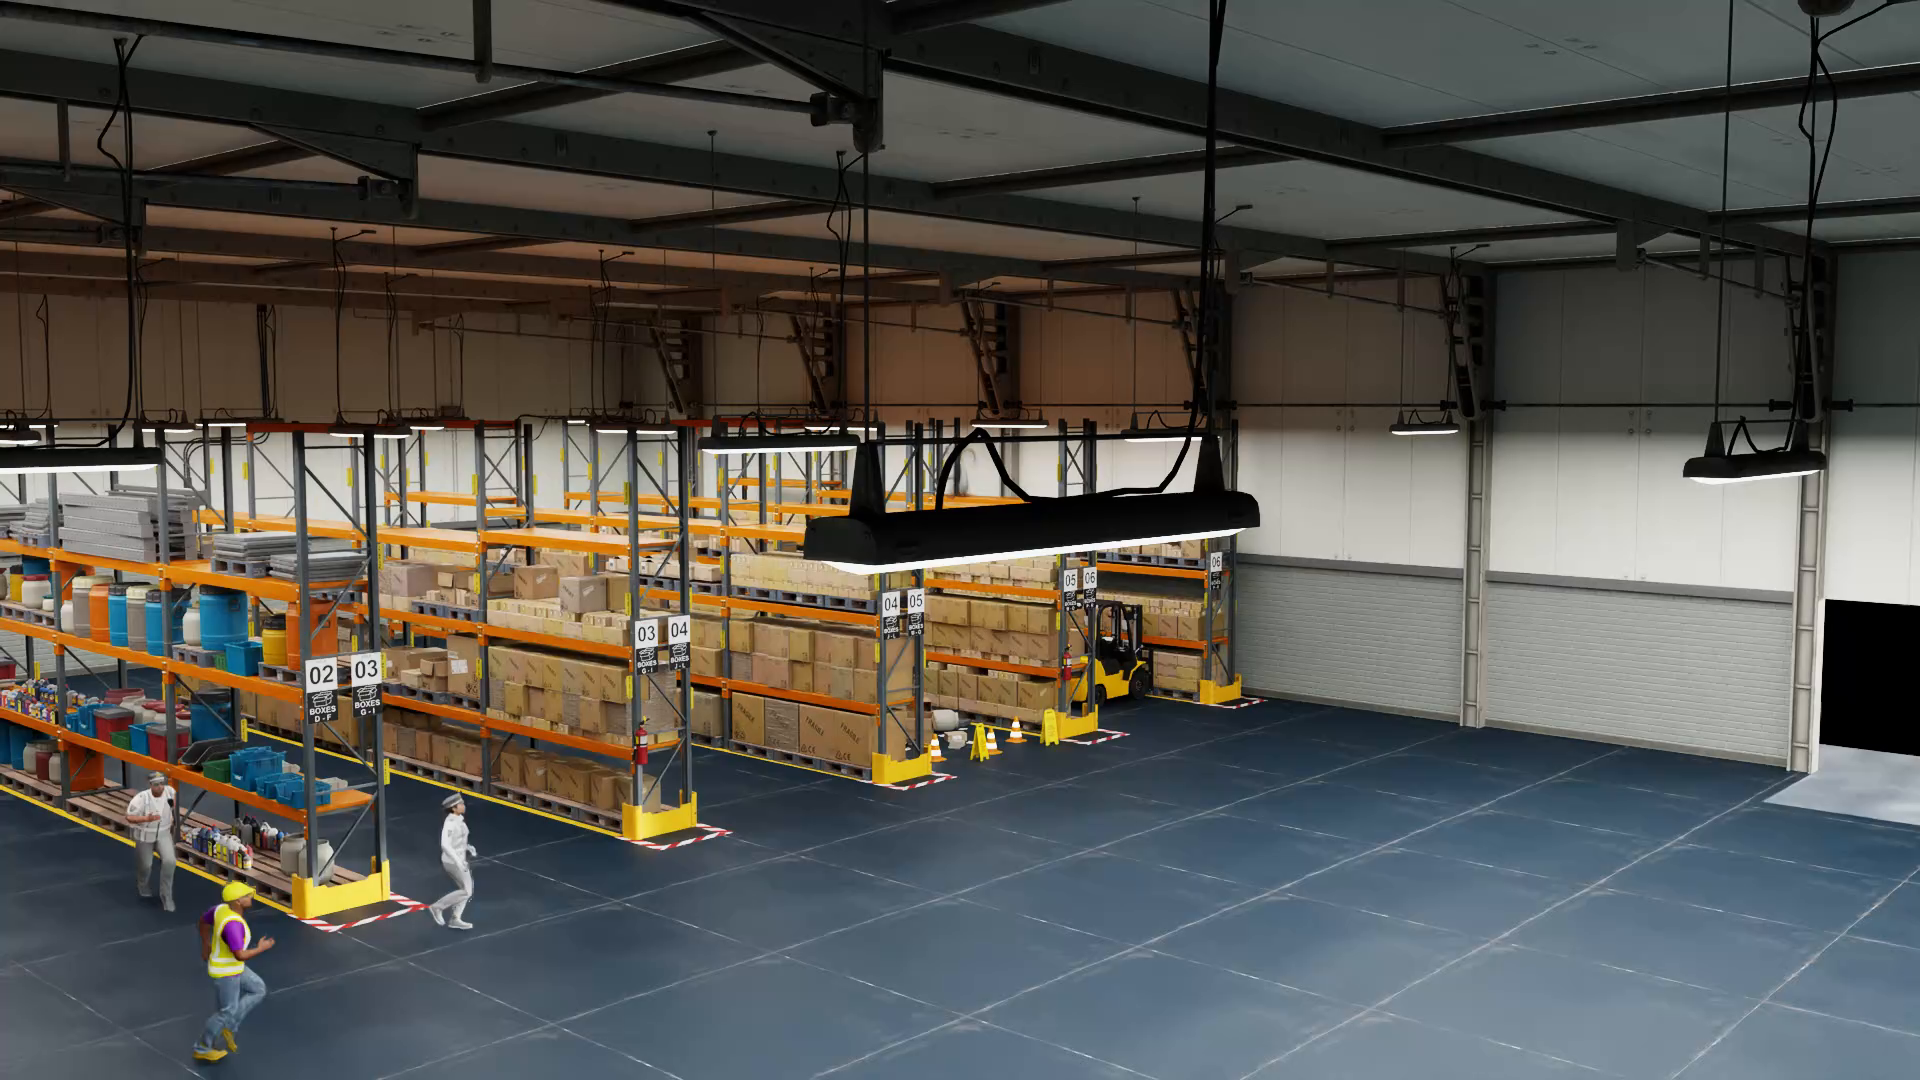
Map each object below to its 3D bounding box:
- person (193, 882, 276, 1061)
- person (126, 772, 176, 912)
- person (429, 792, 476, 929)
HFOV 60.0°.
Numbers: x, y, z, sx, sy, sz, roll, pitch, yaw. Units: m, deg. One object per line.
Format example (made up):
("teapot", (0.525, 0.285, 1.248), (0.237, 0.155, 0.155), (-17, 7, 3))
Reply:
("person", (-7.012, 4.137, 16.045), (0.760, 1.709, 0.732), (-2, 5, -27))
("person", (-10.197, 3.764, 20.986), (0.654, 1.799, 0.984), (-4, 6, -39))
("person", (-6.127, 3.869, 20.064), (0.548, 1.670, 0.639), (-1, 5, -13))
